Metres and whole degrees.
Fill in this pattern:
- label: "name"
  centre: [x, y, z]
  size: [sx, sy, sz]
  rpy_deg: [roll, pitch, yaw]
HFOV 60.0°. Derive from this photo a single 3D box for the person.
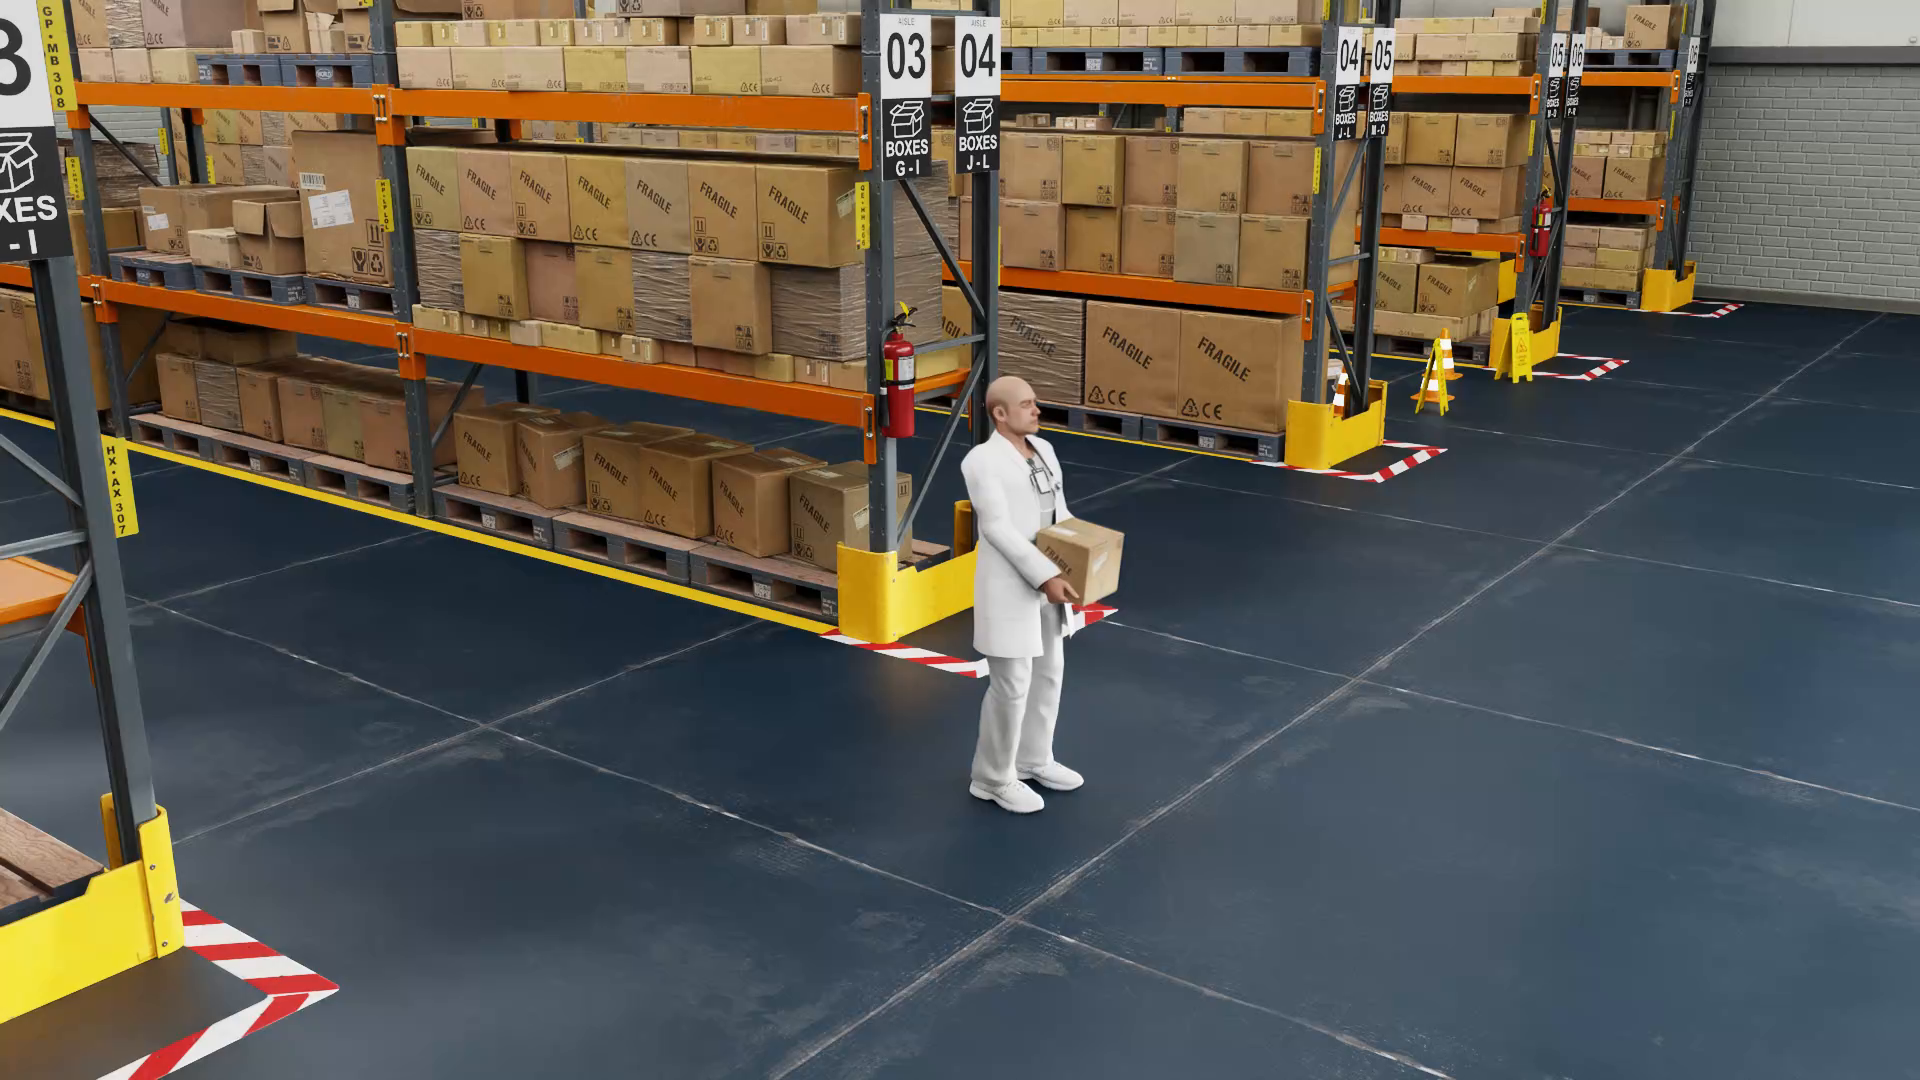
- label: "person"
  centre: [0.327, 0.228, 6.794]
  size: [0.555, 1.769, 0.531]
  rpy_deg: [12, 20, 35]
